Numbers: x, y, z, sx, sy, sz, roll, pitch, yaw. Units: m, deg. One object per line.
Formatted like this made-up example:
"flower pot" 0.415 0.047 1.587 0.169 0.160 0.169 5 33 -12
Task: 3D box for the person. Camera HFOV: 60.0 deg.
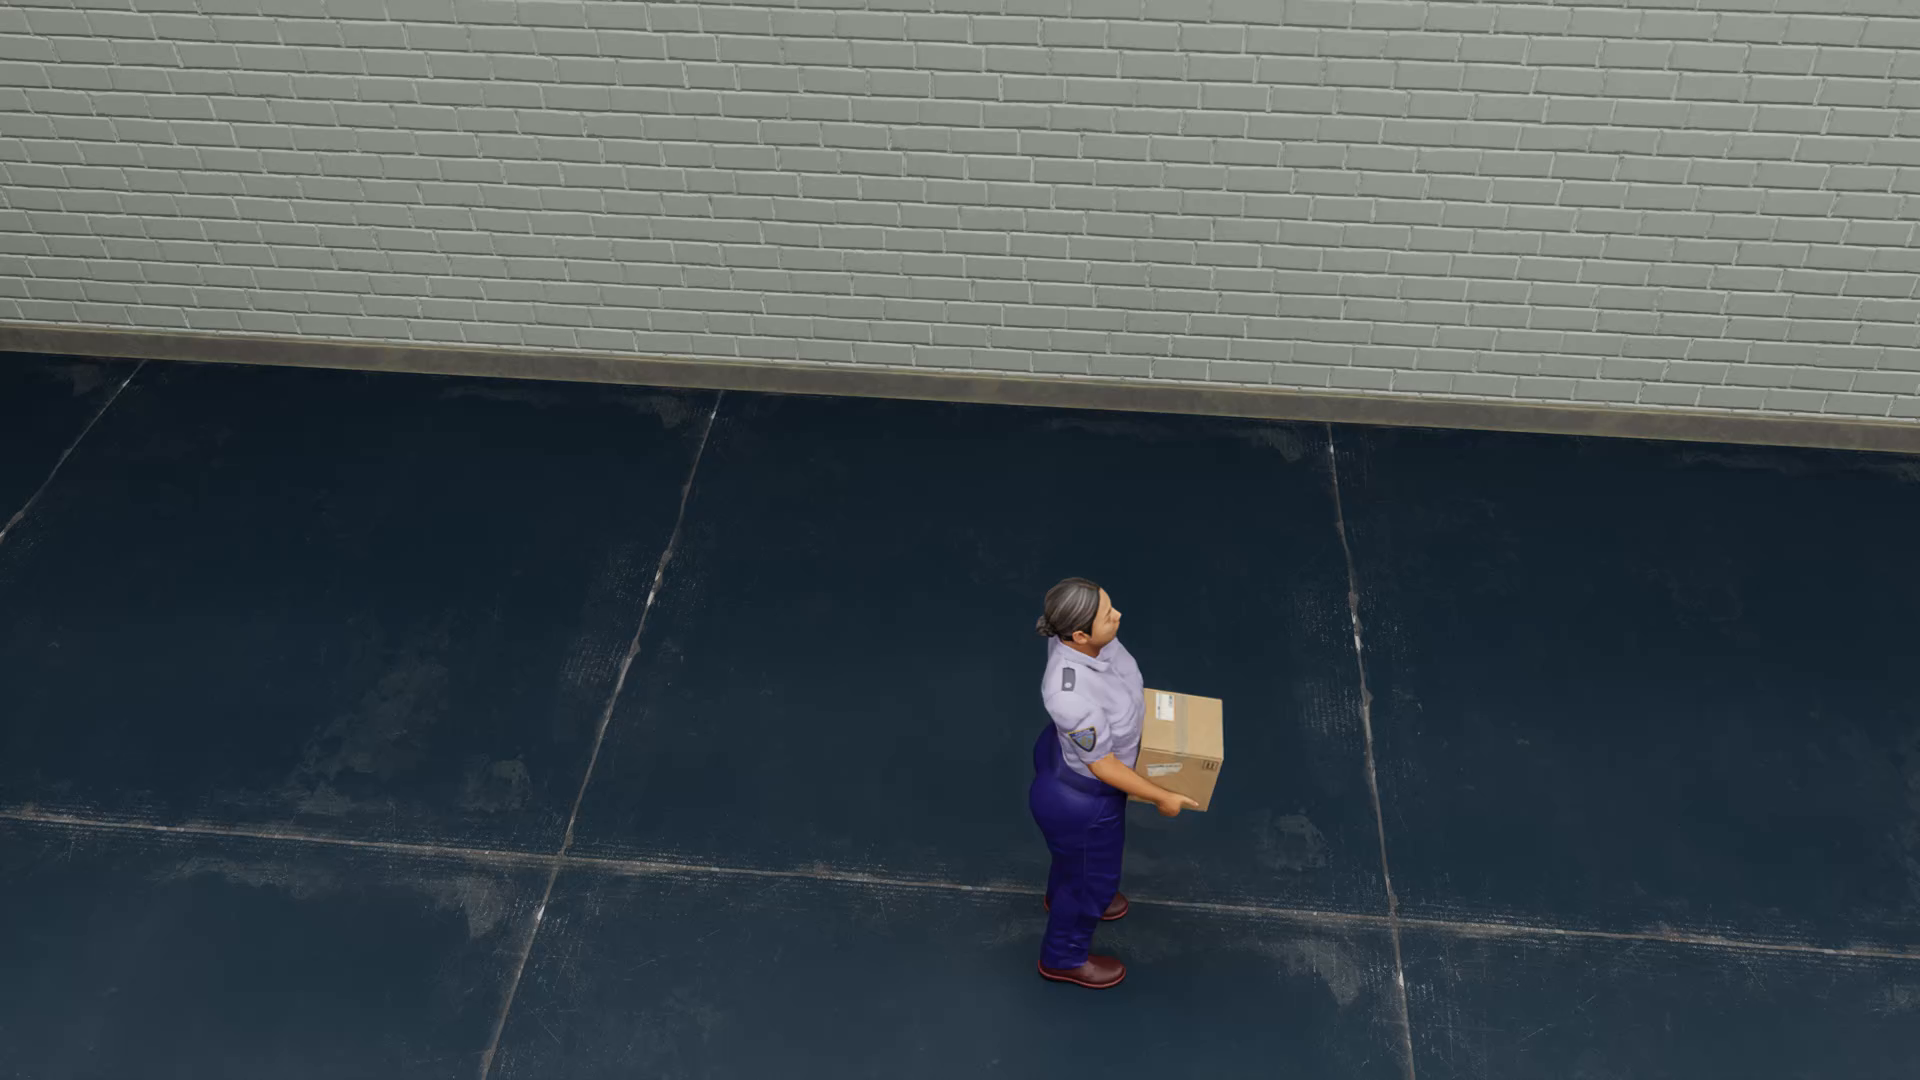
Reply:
"person" 0.483 0.765 5.275 0.524 1.635 0.452 4 40 4
